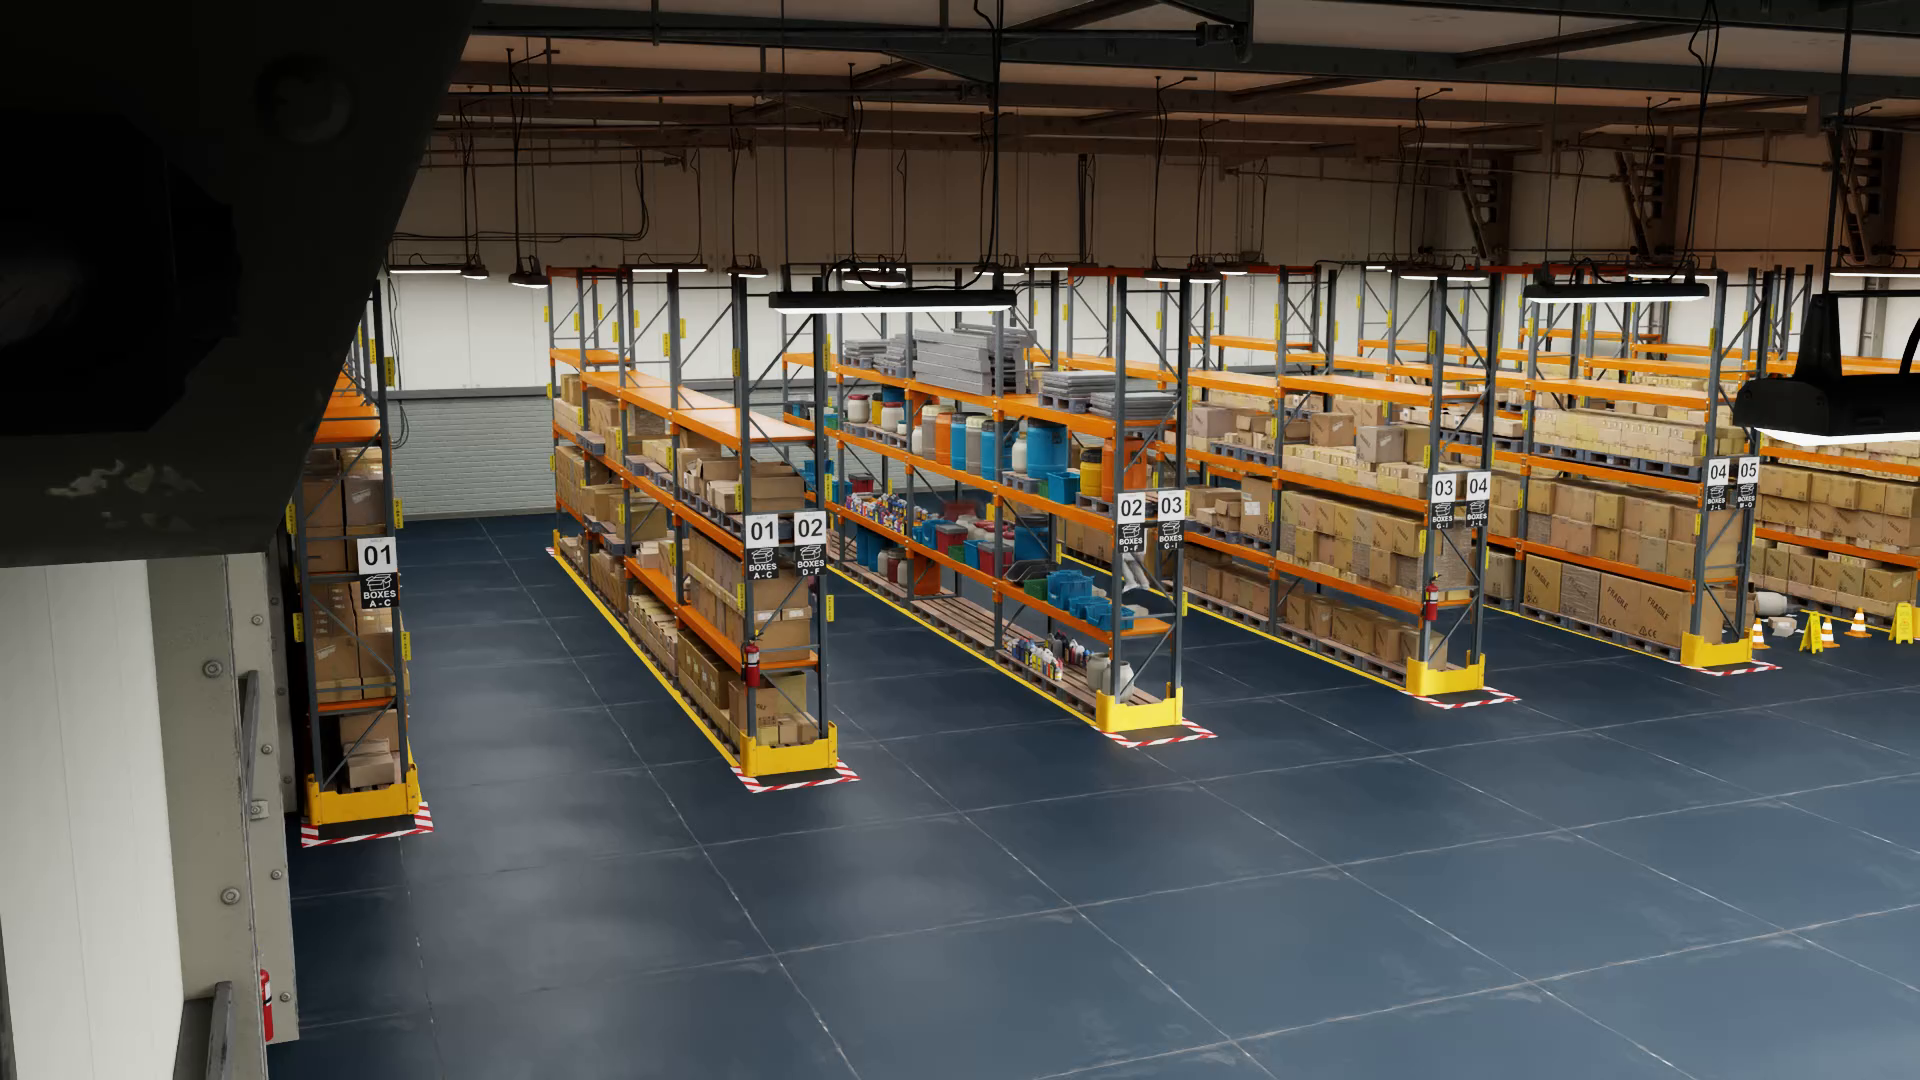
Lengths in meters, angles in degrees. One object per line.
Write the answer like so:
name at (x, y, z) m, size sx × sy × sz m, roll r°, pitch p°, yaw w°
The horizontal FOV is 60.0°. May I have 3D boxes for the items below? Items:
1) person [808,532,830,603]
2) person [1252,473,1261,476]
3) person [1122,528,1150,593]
person at (-2.551, 0.360, 29.137) m, size 0.566 × 1.559 × 0.685 m, roll -2°, pitch 10°, yaw -10°
person at (6.249, -0.601, 35.024) m, size 0.635 × 1.694 × 1.077 m, roll -3°, pitch 10°, yaw -18°
person at (3.199, 0.153, 29.923) m, size 0.591 × 1.621 × 0.627 m, roll -8°, pitch 13°, yaw -40°
